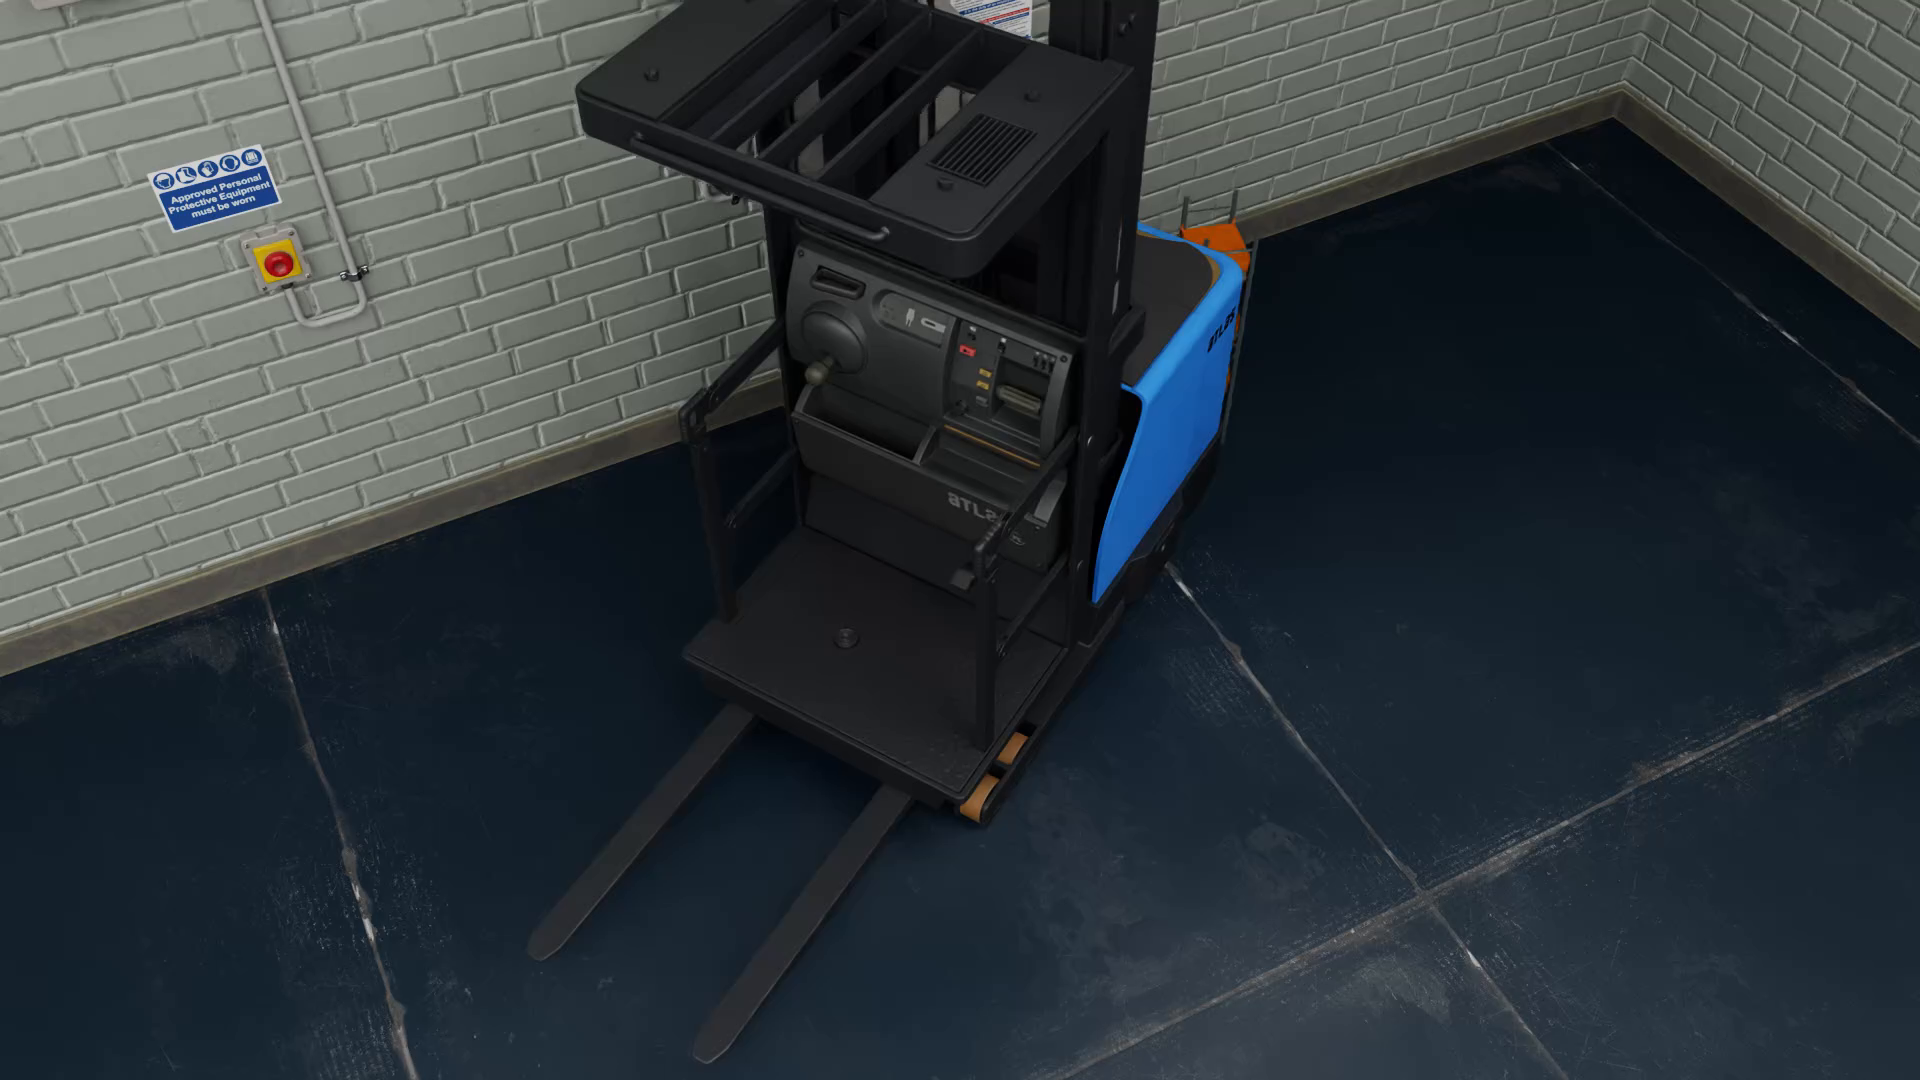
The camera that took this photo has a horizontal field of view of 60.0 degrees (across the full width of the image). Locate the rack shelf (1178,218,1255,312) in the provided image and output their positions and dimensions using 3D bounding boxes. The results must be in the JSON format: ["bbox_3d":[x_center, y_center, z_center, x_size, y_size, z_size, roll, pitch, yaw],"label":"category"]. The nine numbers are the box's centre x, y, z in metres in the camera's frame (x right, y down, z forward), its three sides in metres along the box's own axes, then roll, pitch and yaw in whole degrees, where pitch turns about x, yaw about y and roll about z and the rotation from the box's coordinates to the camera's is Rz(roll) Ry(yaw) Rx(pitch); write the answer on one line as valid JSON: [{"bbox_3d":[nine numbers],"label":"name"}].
[{"bbox_3d":[0.923,-0.981,6.048,0.215,0.259,0.240,-9,49,-7],"label":"rack shelf"}]

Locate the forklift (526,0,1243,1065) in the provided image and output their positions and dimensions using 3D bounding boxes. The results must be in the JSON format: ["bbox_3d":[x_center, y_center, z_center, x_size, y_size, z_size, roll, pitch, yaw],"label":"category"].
[{"bbox_3d":[-0.211,-0.450,4.696,1.130,2.935,3.031,24,53,20],"label":"forklift"}]

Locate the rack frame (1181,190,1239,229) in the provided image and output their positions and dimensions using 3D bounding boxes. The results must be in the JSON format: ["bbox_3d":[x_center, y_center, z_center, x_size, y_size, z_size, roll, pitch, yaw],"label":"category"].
[{"bbox_3d":[0.899,-0.892,6.332,0.200,1.050,0.008,-9,49,-7],"label":"rack frame"}]

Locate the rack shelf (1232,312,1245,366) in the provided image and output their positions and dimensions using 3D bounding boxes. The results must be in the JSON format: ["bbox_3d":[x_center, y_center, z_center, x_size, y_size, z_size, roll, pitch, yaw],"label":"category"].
[{"bbox_3d":[0.923,-0.795,6.262,0.215,0.259,0.240,-9,49,-7],"label":"rack shelf"}]

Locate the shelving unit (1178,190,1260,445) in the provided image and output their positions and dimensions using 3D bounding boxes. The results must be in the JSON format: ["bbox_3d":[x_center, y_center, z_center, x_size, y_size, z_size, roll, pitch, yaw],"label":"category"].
[{"bbox_3d":[0.923,-0.802,6.254,0.215,1.050,0.252,-9,49,-7],"label":"shelving unit"}]

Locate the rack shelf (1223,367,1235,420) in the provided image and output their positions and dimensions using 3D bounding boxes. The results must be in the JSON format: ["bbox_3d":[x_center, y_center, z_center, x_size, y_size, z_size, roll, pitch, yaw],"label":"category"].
[{"bbox_3d":[0.923,-0.612,6.471,0.215,0.259,0.240,-9,49,-7],"label":"rack shelf"}]

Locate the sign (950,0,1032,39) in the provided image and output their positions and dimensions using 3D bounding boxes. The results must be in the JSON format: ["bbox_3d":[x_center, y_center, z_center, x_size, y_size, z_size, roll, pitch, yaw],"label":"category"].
[{"bbox_3d":[0.113,-1.846,5.935,0.329,0.494,0.001,-21,52,-18],"label":"sign"}]

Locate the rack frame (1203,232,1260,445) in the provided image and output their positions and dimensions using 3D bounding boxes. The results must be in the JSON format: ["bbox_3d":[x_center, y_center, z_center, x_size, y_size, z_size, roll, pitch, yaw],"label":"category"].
[{"bbox_3d":[0.947,-0.712,6.175,0.200,1.050,0.008,-9,49,-7],"label":"rack frame"}]

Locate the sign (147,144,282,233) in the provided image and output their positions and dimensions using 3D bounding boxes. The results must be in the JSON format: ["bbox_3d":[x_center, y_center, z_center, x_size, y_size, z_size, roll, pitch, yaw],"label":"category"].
[{"bbox_3d":[-2.237,-1.056,5.002,0.327,0.218,0.001,-21,52,-18],"label":"sign"}]

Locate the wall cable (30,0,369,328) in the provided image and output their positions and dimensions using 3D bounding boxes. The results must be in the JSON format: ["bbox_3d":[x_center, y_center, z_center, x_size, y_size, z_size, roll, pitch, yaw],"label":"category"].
[{"bbox_3d":[-2.166,-1.288,4.688,0.585,1.953,0.123,-21,52,-18],"label":"wall cable"}]

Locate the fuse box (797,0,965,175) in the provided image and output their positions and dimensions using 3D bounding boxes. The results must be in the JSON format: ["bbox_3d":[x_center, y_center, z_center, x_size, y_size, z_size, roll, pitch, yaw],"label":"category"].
[{"bbox_3d":[-0.232,-1.145,6.114,0.539,1.711,0.414,-21,52,-18],"label":"fuse box"}]

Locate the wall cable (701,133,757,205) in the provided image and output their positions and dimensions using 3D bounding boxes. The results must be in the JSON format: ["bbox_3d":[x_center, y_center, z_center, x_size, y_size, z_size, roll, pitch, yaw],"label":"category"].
[{"bbox_3d":[-0.911,-1.774,5.134,0.588,1.984,0.122,-21,52,-18],"label":"wall cable"}]
